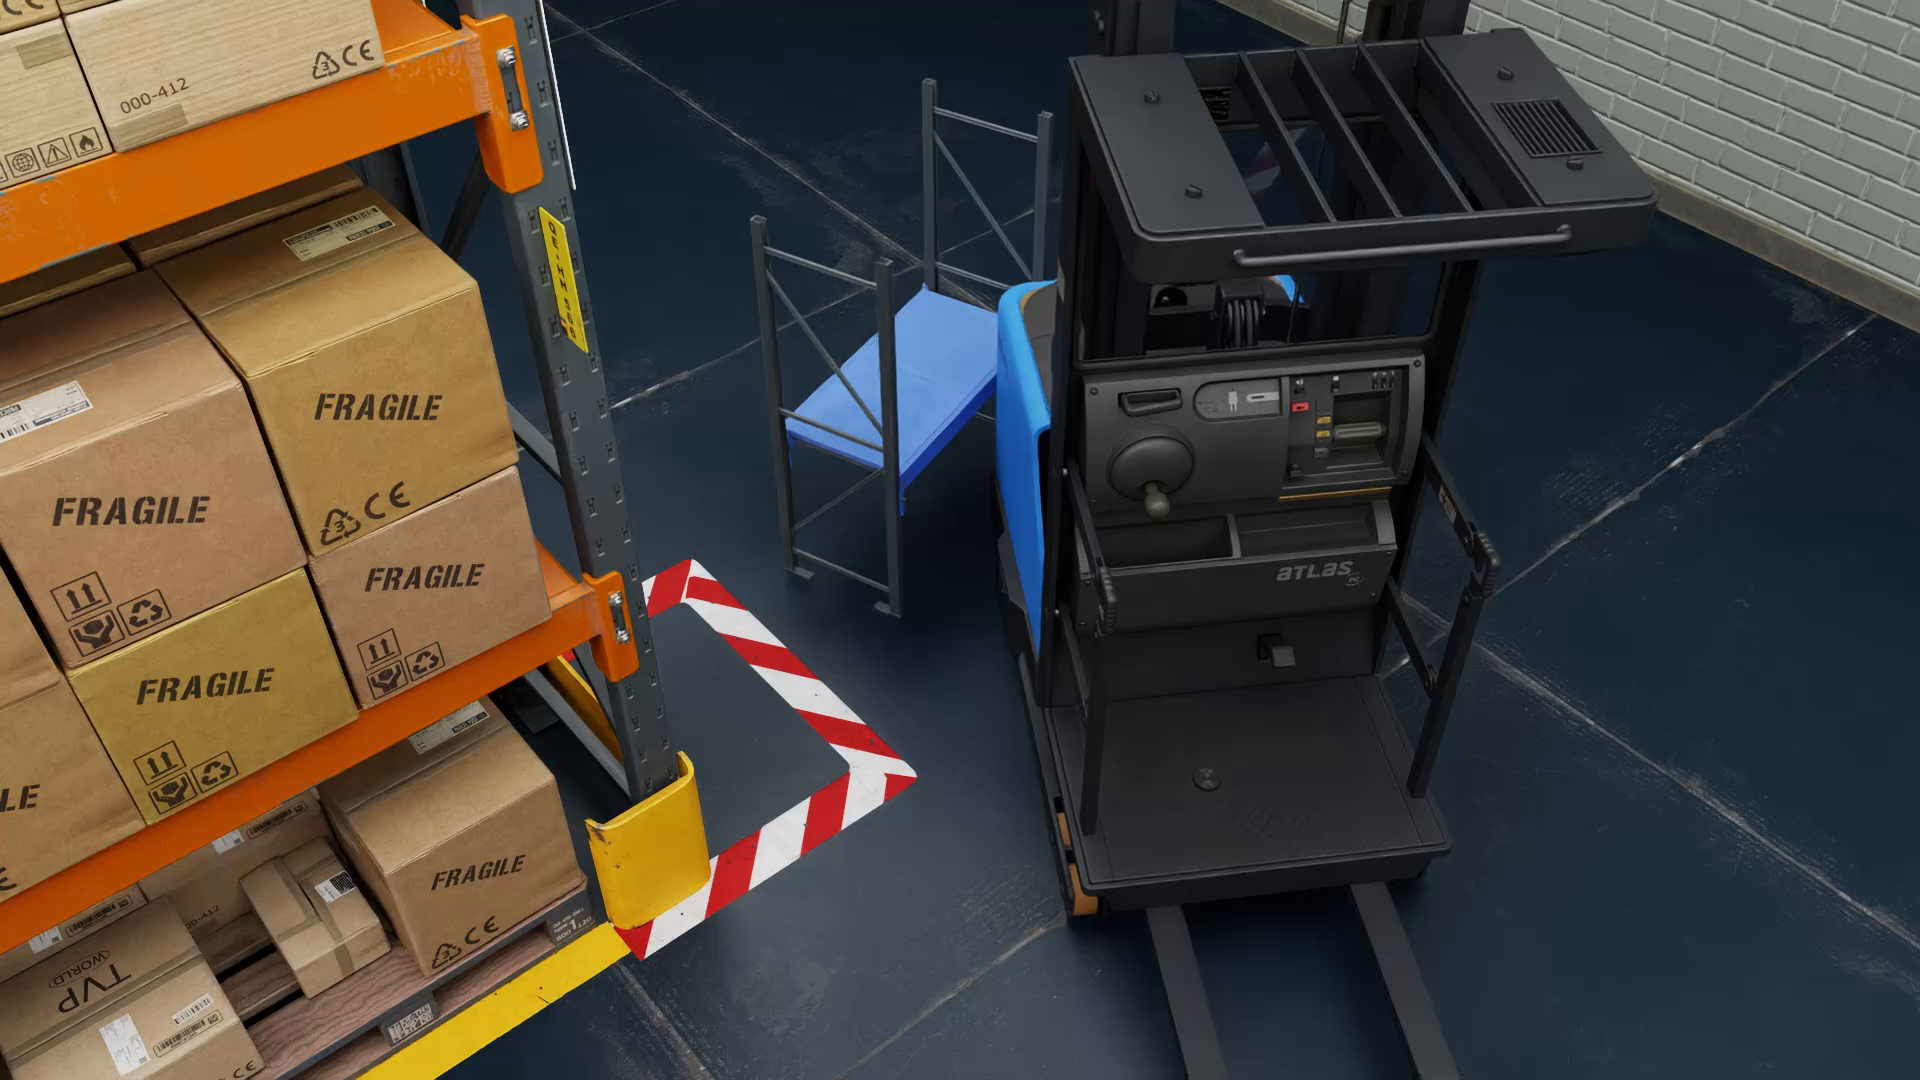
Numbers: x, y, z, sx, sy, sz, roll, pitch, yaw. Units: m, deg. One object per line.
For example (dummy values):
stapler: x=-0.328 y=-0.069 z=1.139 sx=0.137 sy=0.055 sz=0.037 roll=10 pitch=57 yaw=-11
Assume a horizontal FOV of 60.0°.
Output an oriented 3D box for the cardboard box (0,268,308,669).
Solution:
cardboard box: x=-1.744 y=-0.156 z=3.422 sx=0.500 sy=0.500 sz=0.500 roll=-28 pitch=50 yaw=-27

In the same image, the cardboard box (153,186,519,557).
cardboard box: x=-1.357 y=-0.379 z=3.659 sx=0.500 sy=0.500 sz=0.500 roll=-30 pitch=51 yaw=-28

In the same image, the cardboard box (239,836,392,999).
cardboard box: x=-1.819 y=1.053 z=4.686 sx=0.250 sy=0.166 sz=0.380 roll=-30 pitch=51 yaw=-28

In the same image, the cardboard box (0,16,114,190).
cardboard box: x=-1.807 y=-0.779 z=2.806 sx=0.500 sy=0.250 sz=0.500 roll=-30 pitch=51 yaw=-28

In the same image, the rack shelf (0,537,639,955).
rack shelf: x=-2.726 y=0.823 z=3.708 sx=4.000 sy=0.370 sz=1.077 roll=-30 pitch=51 yaw=-28

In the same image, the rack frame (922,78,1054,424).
rack frame: x=0.091 y=-0.961 z=6.178 sx=0.500 sy=1.500 sz=0.032 roll=22 pitch=47 yaw=22

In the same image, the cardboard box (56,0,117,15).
cardboard box: x=-1.422 y=-1.179 z=2.868 sx=0.500 sy=0.250 sz=0.500 roll=-30 pitch=51 yaw=-28

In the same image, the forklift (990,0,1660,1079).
forklift: x=0.823 y=-0.195 z=4.317 sx=1.130 sy=2.935 sz=3.031 roll=-5 pitch=43 yaw=-6

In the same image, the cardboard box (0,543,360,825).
cardboard box: x=-1.756 y=0.215 z=3.757 sx=0.500 sy=0.500 sz=0.500 roll=-29 pitch=51 yaw=-28

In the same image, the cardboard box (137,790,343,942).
cardboard box: x=-2.174 y=0.834 z=4.858 sx=0.500 sy=0.250 sz=0.500 roll=-30 pitch=51 yaw=-28

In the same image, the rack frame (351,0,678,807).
rack frame: x=-1.192 y=-0.318 z=4.397 sx=0.127 sy=3.000 sz=1.000 roll=-30 pitch=51 yaw=-28

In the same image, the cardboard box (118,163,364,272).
cardboard box: x=-1.701 y=-0.662 z=3.961 sx=0.500 sy=0.500 sz=0.500 roll=-28 pitch=50 yaw=-27

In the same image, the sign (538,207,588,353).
sign: x=-0.851 y=-0.555 z=3.573 sx=0.005 sy=0.325 sz=0.100 roll=-30 pitch=51 yaw=-28

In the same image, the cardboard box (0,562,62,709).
cardboard box: x=-2.138 y=0.074 z=3.177 sx=0.500 sy=0.500 sz=0.500 roll=-28 pitch=50 yaw=-27

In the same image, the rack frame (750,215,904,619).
rack frame: x=-0.423 y=-0.361 z=5.538 sx=0.500 sy=1.500 sz=0.032 roll=22 pitch=47 yaw=22

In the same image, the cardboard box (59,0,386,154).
cardboard box: x=-1.417 y=-0.992 z=3.034 sx=0.500 sy=0.250 sz=0.500 roll=-30 pitch=51 yaw=-28

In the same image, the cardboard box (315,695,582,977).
cardboard box: x=-1.451 y=0.801 z=4.710 sx=0.500 sy=0.500 sz=0.500 roll=-30 pitch=51 yaw=-28

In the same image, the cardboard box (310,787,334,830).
cardboard box: x=-1.925 y=0.668 z=5.096 sx=0.250 sy=0.166 sz=0.380 roll=-30 pitch=51 yaw=-28

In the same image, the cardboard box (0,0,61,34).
cardboard box: x=-1.806 y=-0.959 z=2.634 sx=0.500 sy=0.250 sz=0.500 roll=-30 pitch=51 yaw=-28

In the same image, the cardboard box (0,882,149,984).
cardboard box: x=-2.558 y=1.053 z=4.625 sx=0.500 sy=0.250 sz=0.500 roll=-30 pitch=51 yaw=-28

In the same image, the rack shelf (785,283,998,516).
rack shelf: x=-0.166 y=-0.530 z=5.981 sx=0.538 sy=0.185 sz=1.000 roll=22 pitch=47 yaw=22

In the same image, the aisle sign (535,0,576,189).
aisle sign: x=-0.943 y=-1.135 z=3.368 sx=0.004 sy=0.787 sz=0.394 roll=-30 pitch=51 yaw=-28

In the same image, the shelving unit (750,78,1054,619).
shelving unit: x=-0.166 y=-0.661 z=5.858 sx=0.538 sy=1.500 sz=1.048 roll=22 pitch=47 yaw=22

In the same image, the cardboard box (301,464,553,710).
cardboard box: x=-1.361 y=-0.015 z=4.001 sx=0.500 sy=0.500 sz=0.500 roll=-28 pitch=50 yaw=-27

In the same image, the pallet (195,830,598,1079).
pallet: x=-1.861 y=1.083 z=4.943 sx=1.213 sy=0.211 sz=1.003 roll=-30 pitch=51 yaw=-28

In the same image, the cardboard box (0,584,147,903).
cardboard box: x=-2.143 y=0.431 z=3.527 sx=0.500 sy=0.500 sz=0.500 roll=-29 pitch=51 yaw=-28

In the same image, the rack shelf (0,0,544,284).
rack shelf: x=-2.726 y=-0.271 z=2.681 sx=4.000 sy=0.370 sz=1.077 roll=-30 pitch=51 yaw=-28

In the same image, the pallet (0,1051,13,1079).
pallet: x=-2.796 y=1.616 z=4.376 sx=1.213 sy=0.211 sz=1.003 roll=-30 pitch=51 yaw=-28

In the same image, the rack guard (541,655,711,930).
rack guard: x=-1.250 y=0.627 z=5.217 sx=0.348 sy=0.500 sz=1.175 roll=-30 pitch=51 yaw=-28

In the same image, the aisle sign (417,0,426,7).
aisle sign: x=-1.328 y=-1.450 z=3.703 sx=0.004 sy=0.787 sz=0.394 roll=-30 pitch=51 yaw=-28

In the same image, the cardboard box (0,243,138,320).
cardboard box: x=-2.097 y=-0.429 z=3.712 sx=0.500 sy=0.500 sz=0.500 roll=-29 pitch=51 yaw=-27

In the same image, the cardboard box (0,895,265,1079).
cardboard box: x=-2.199 y=1.294 z=4.368 sx=0.500 sy=0.250 sz=0.500 roll=-30 pitch=51 yaw=-28
